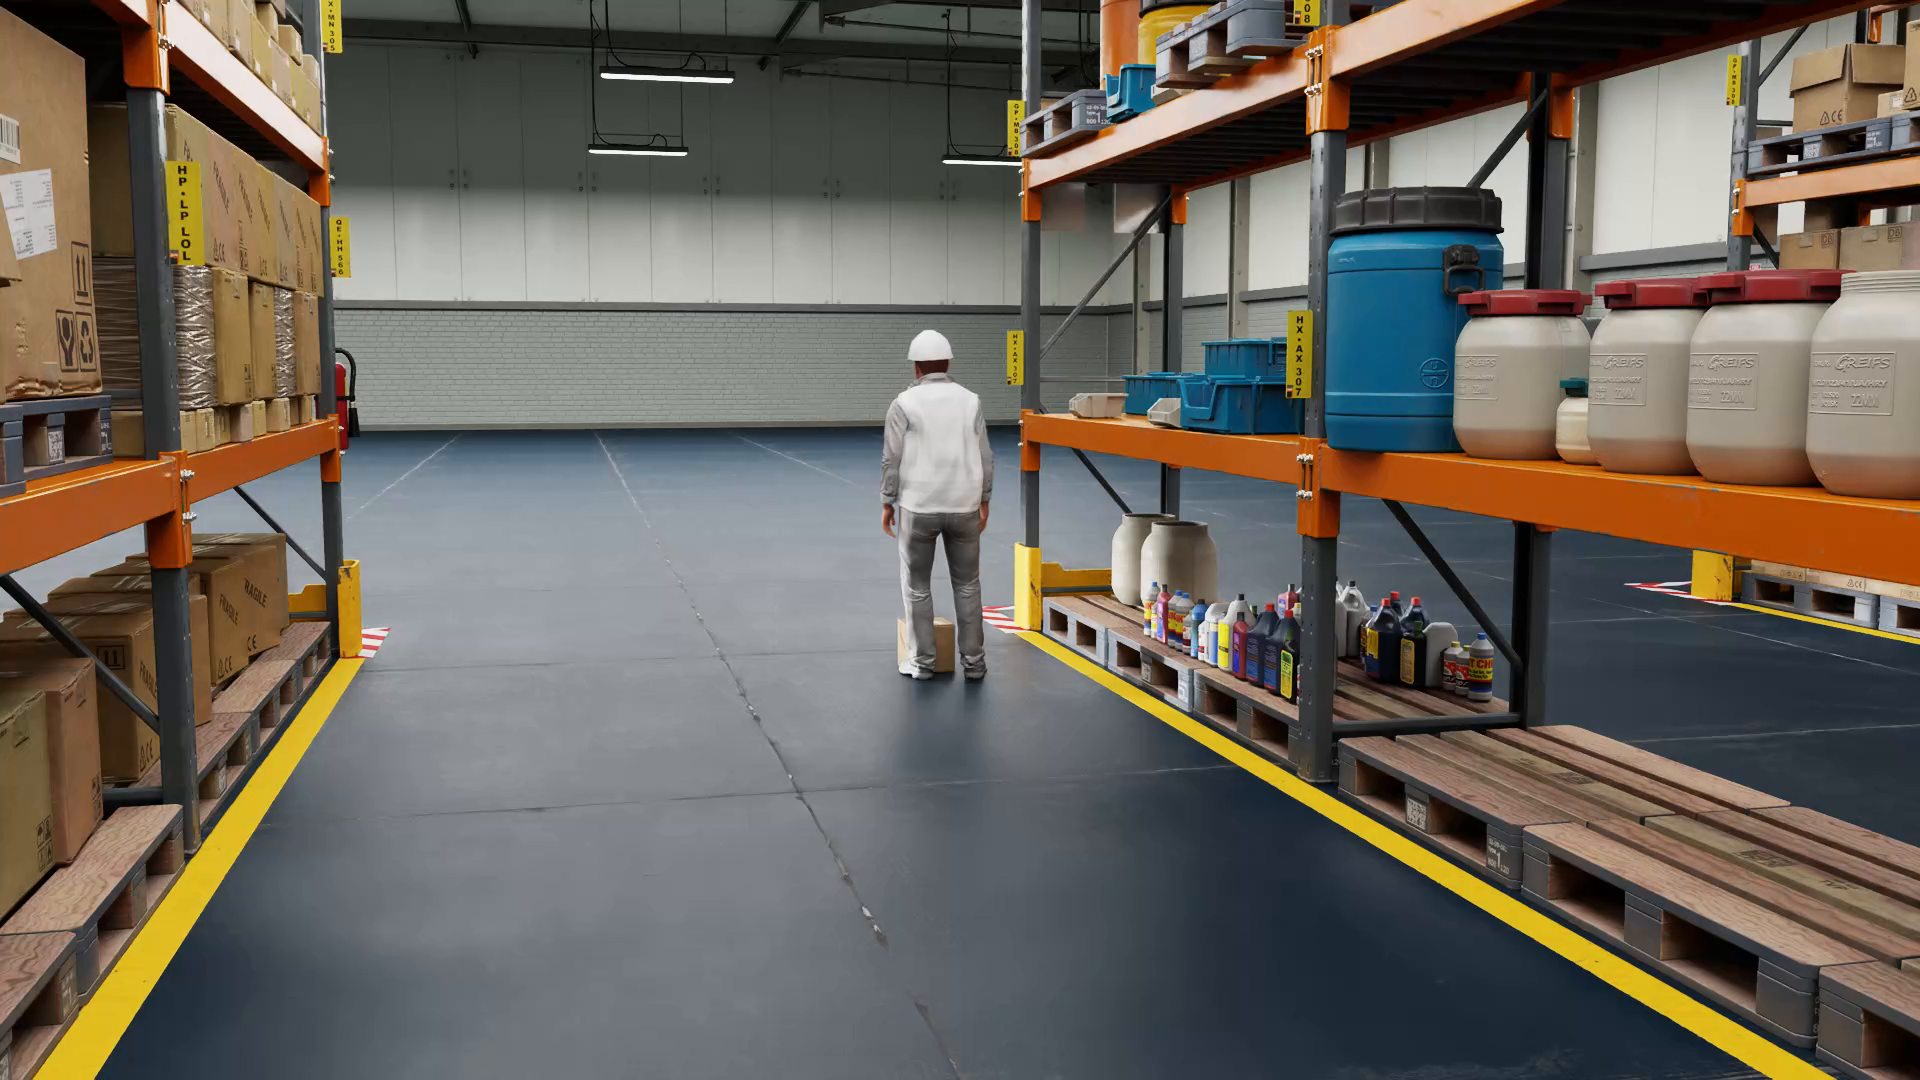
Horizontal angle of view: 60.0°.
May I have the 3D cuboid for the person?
[{"bbox_3d":[-0.118,-0.176,8.465,0.589,1.772,0.464,-2,6,-16],"label":"person"}]
